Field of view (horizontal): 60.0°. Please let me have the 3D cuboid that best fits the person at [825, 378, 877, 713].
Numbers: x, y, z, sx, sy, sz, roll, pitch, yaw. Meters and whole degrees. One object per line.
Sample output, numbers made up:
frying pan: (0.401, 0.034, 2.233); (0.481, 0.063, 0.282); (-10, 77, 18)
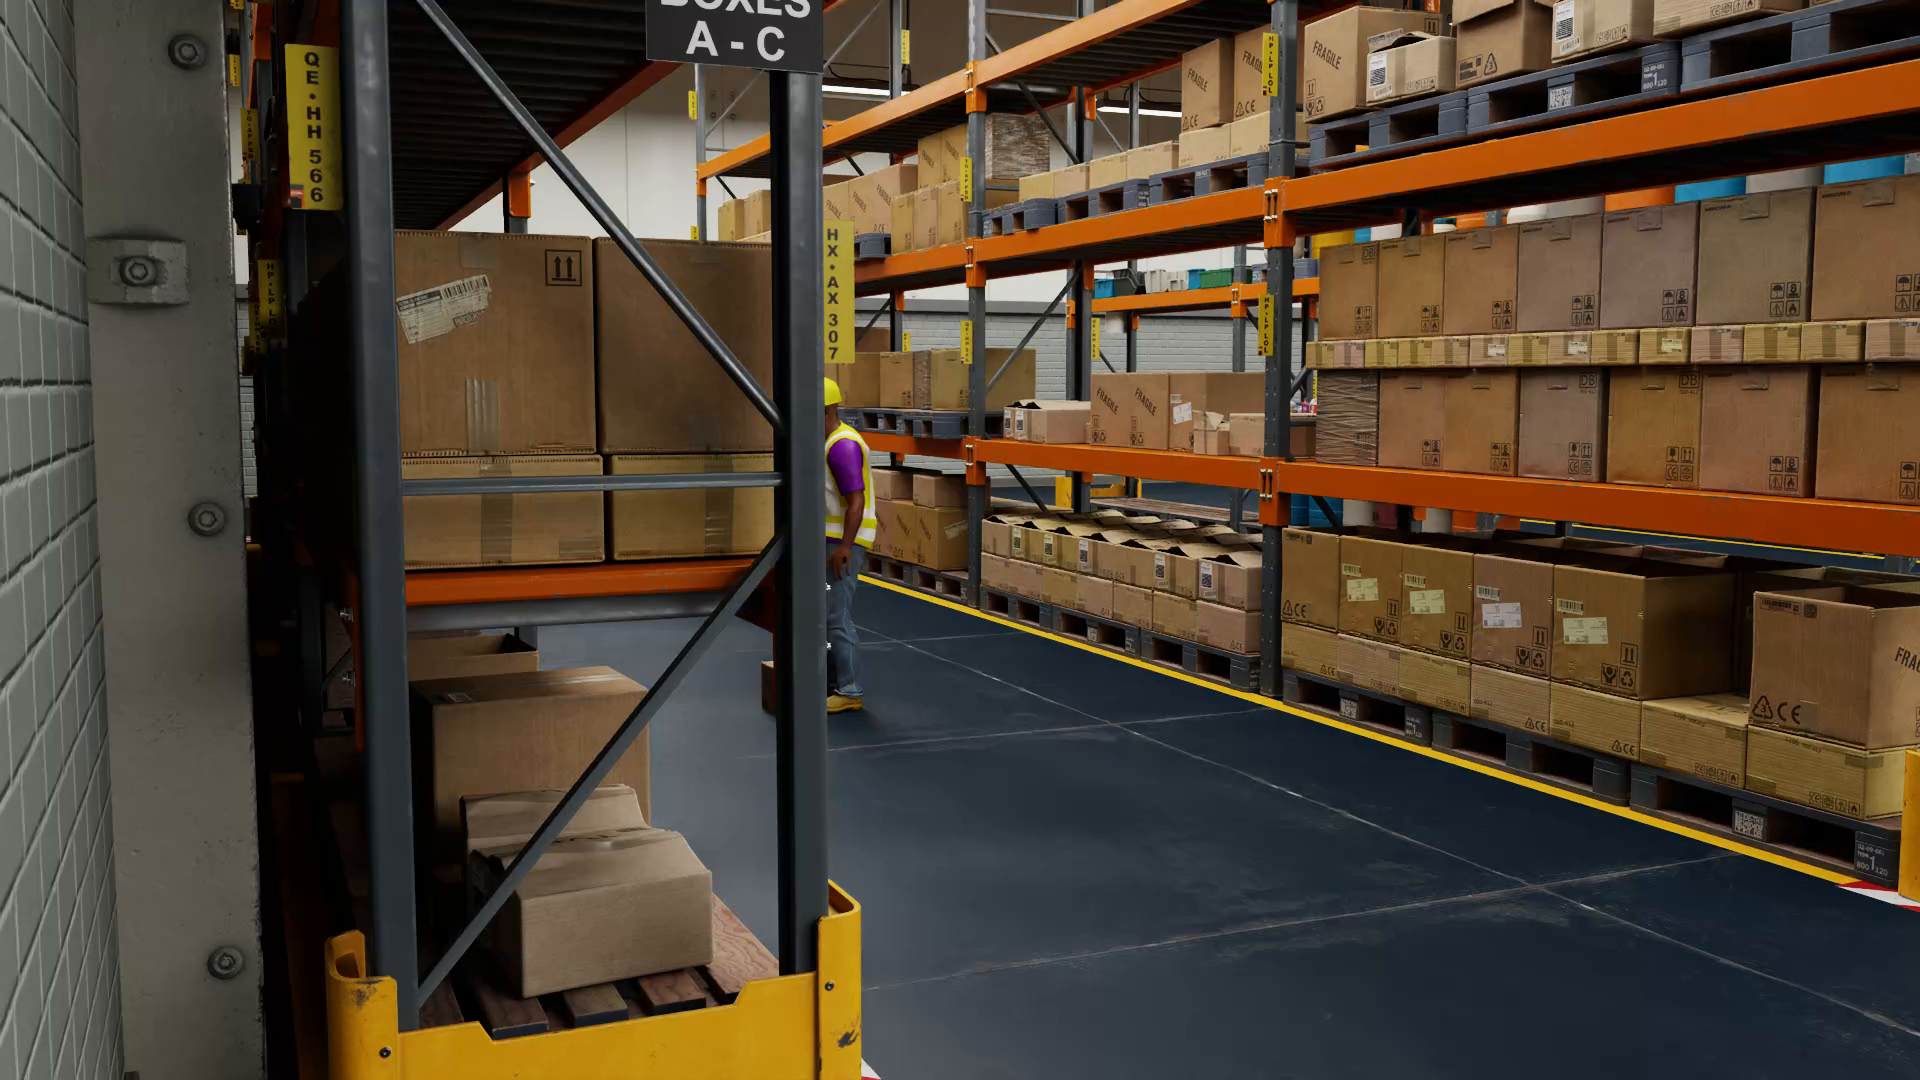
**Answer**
person: (-0.690, 0.021, 8.844); (0.458, 1.757, 0.628); (-2, 6, -22)
